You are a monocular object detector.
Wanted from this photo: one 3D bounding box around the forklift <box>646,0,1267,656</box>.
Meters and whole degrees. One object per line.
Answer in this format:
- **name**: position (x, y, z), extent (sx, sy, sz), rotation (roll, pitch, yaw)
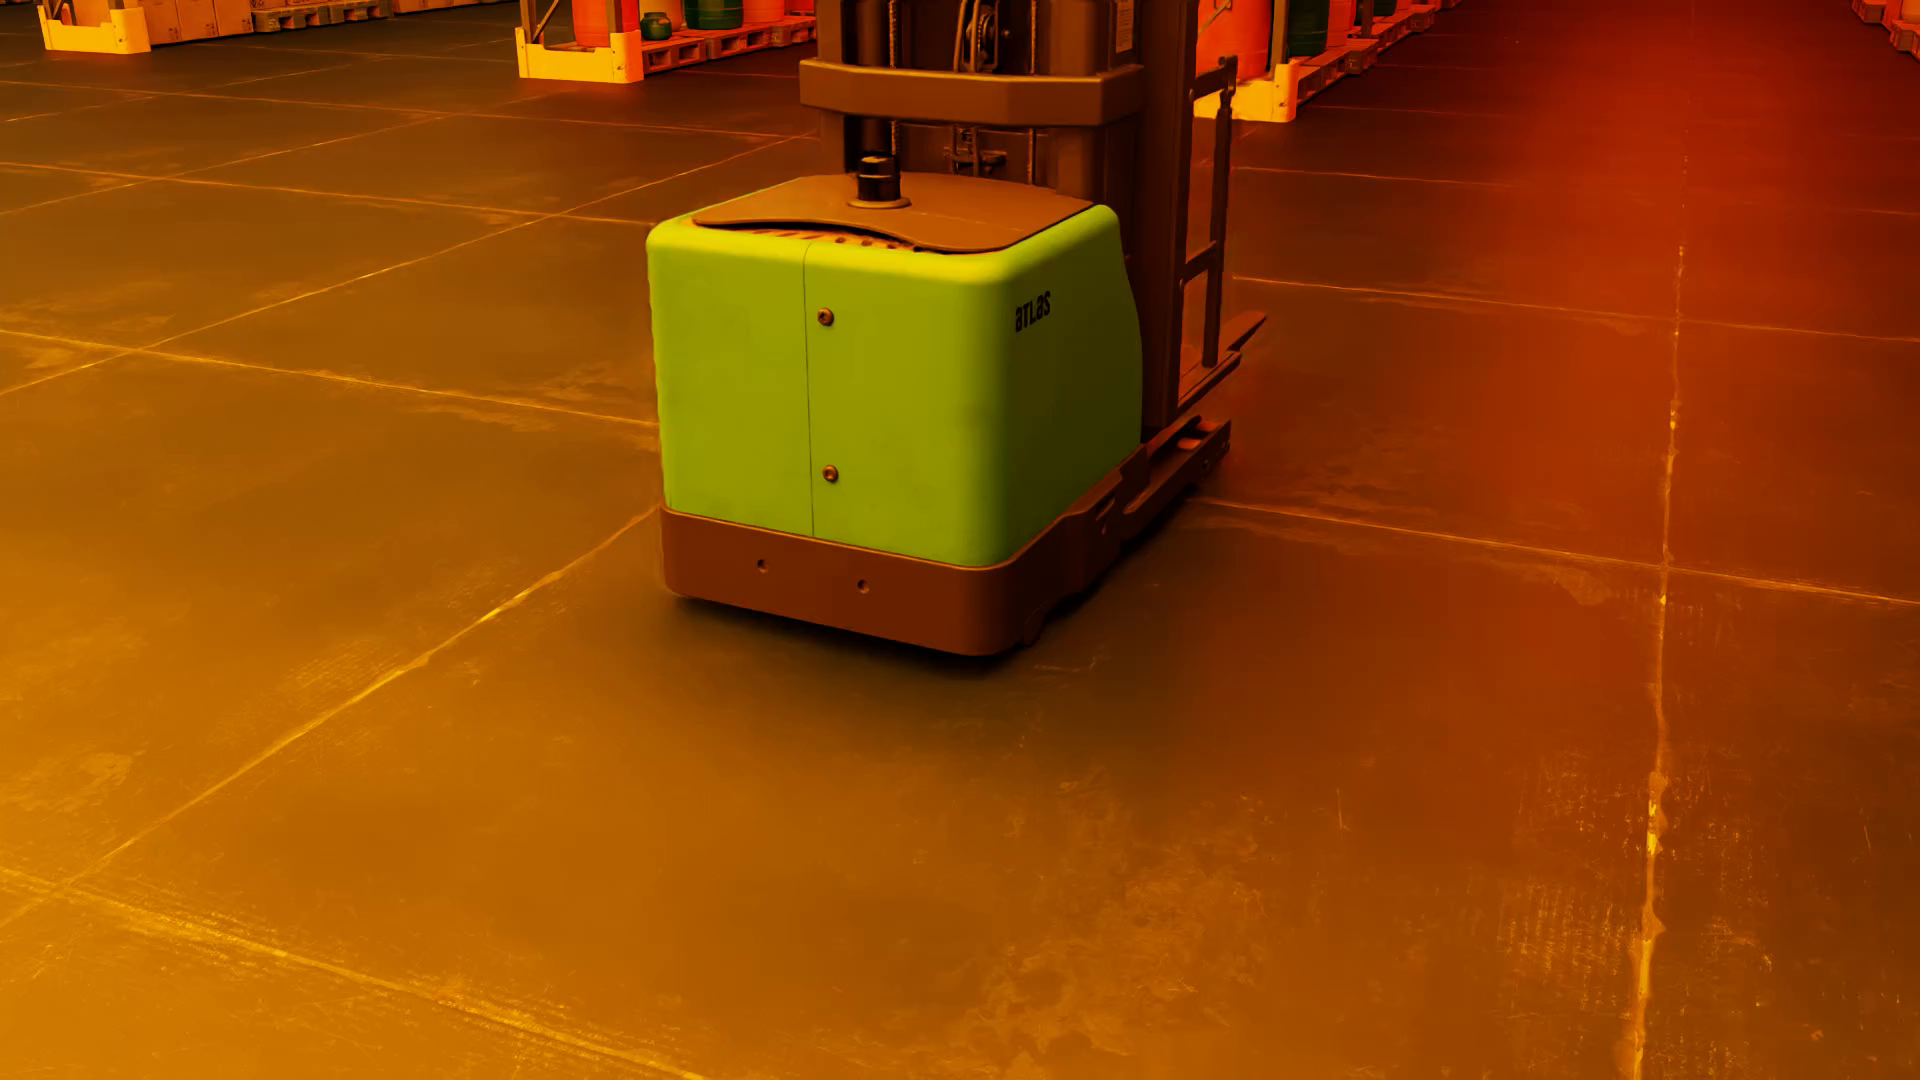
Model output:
- **forklift**: position (0.274, -1.592, 5.101), extent (1.130, 2.935, 3.031), rotation (11, 25, 24)
